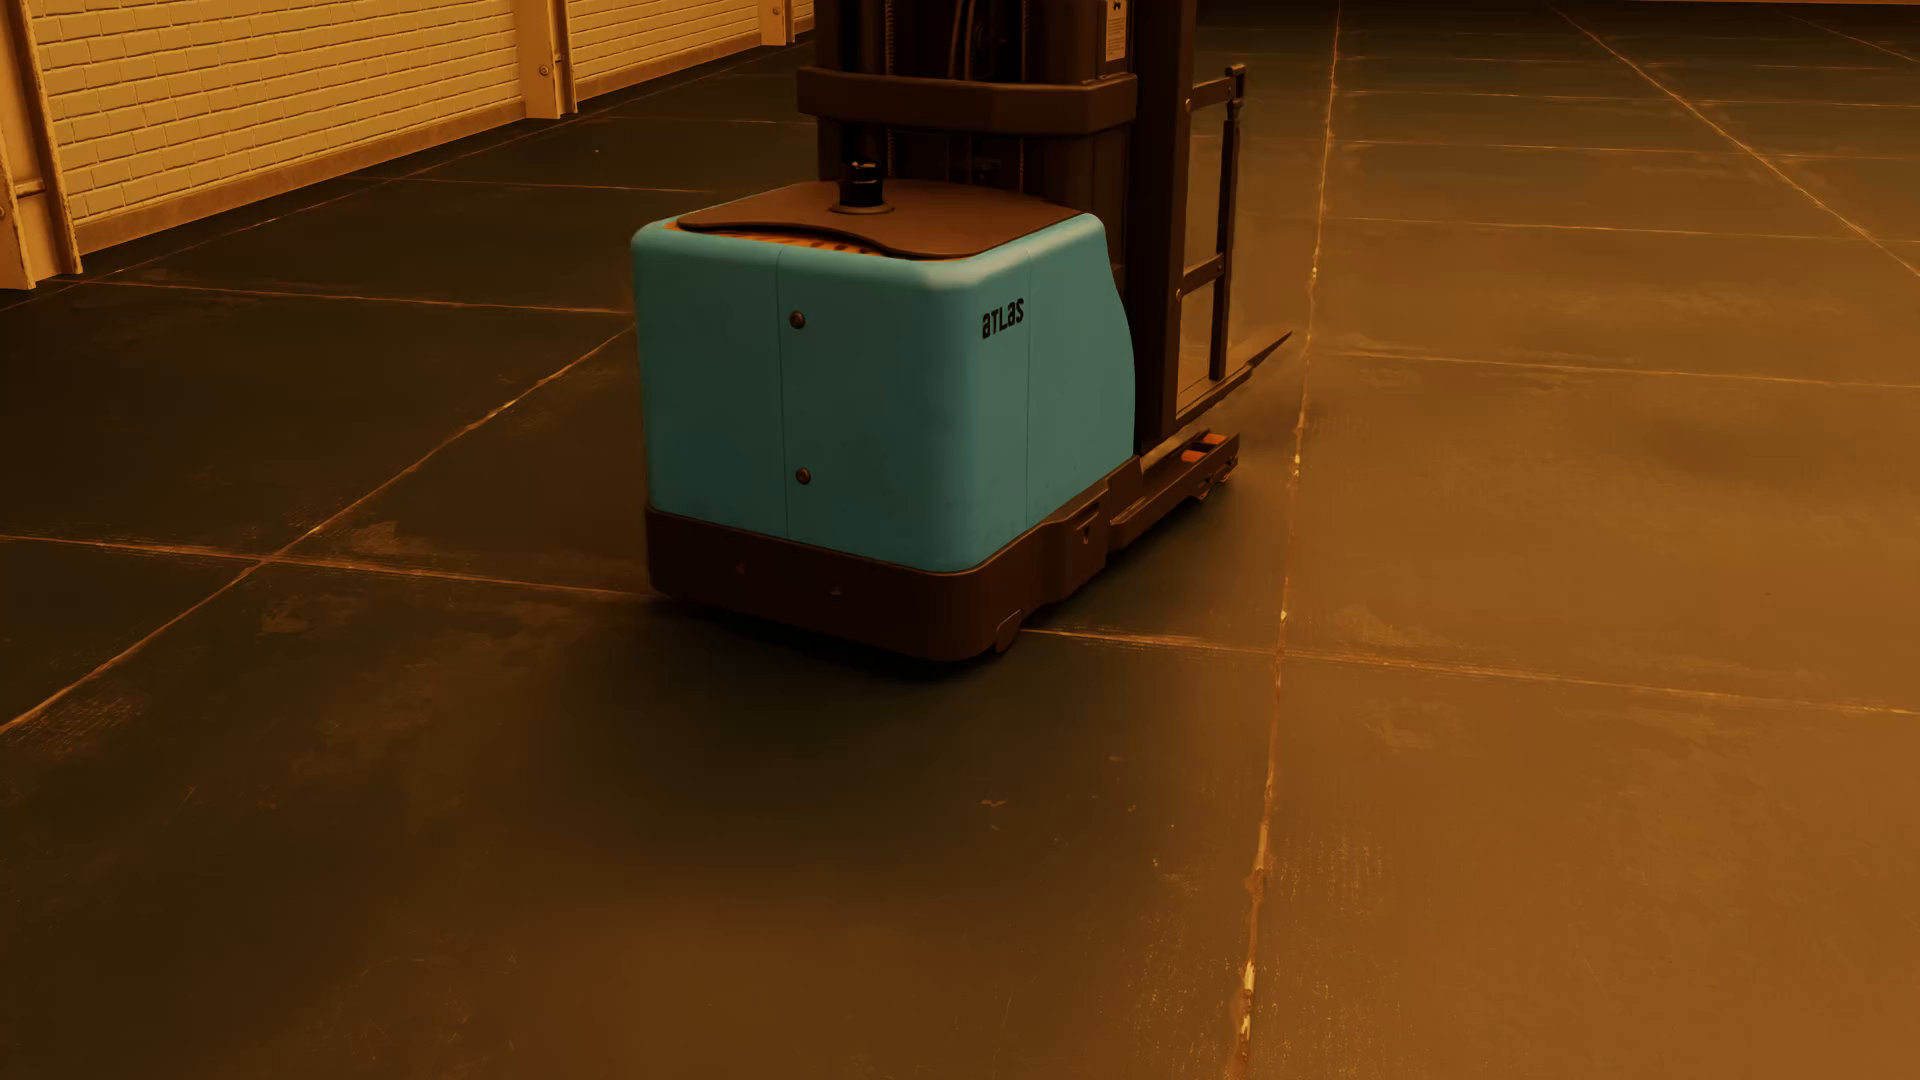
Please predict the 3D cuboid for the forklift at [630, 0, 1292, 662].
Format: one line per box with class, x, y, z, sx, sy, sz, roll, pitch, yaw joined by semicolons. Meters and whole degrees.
forklift;0.290;-1.563;5.099;1.130;2.935;3.031;12;25;27
